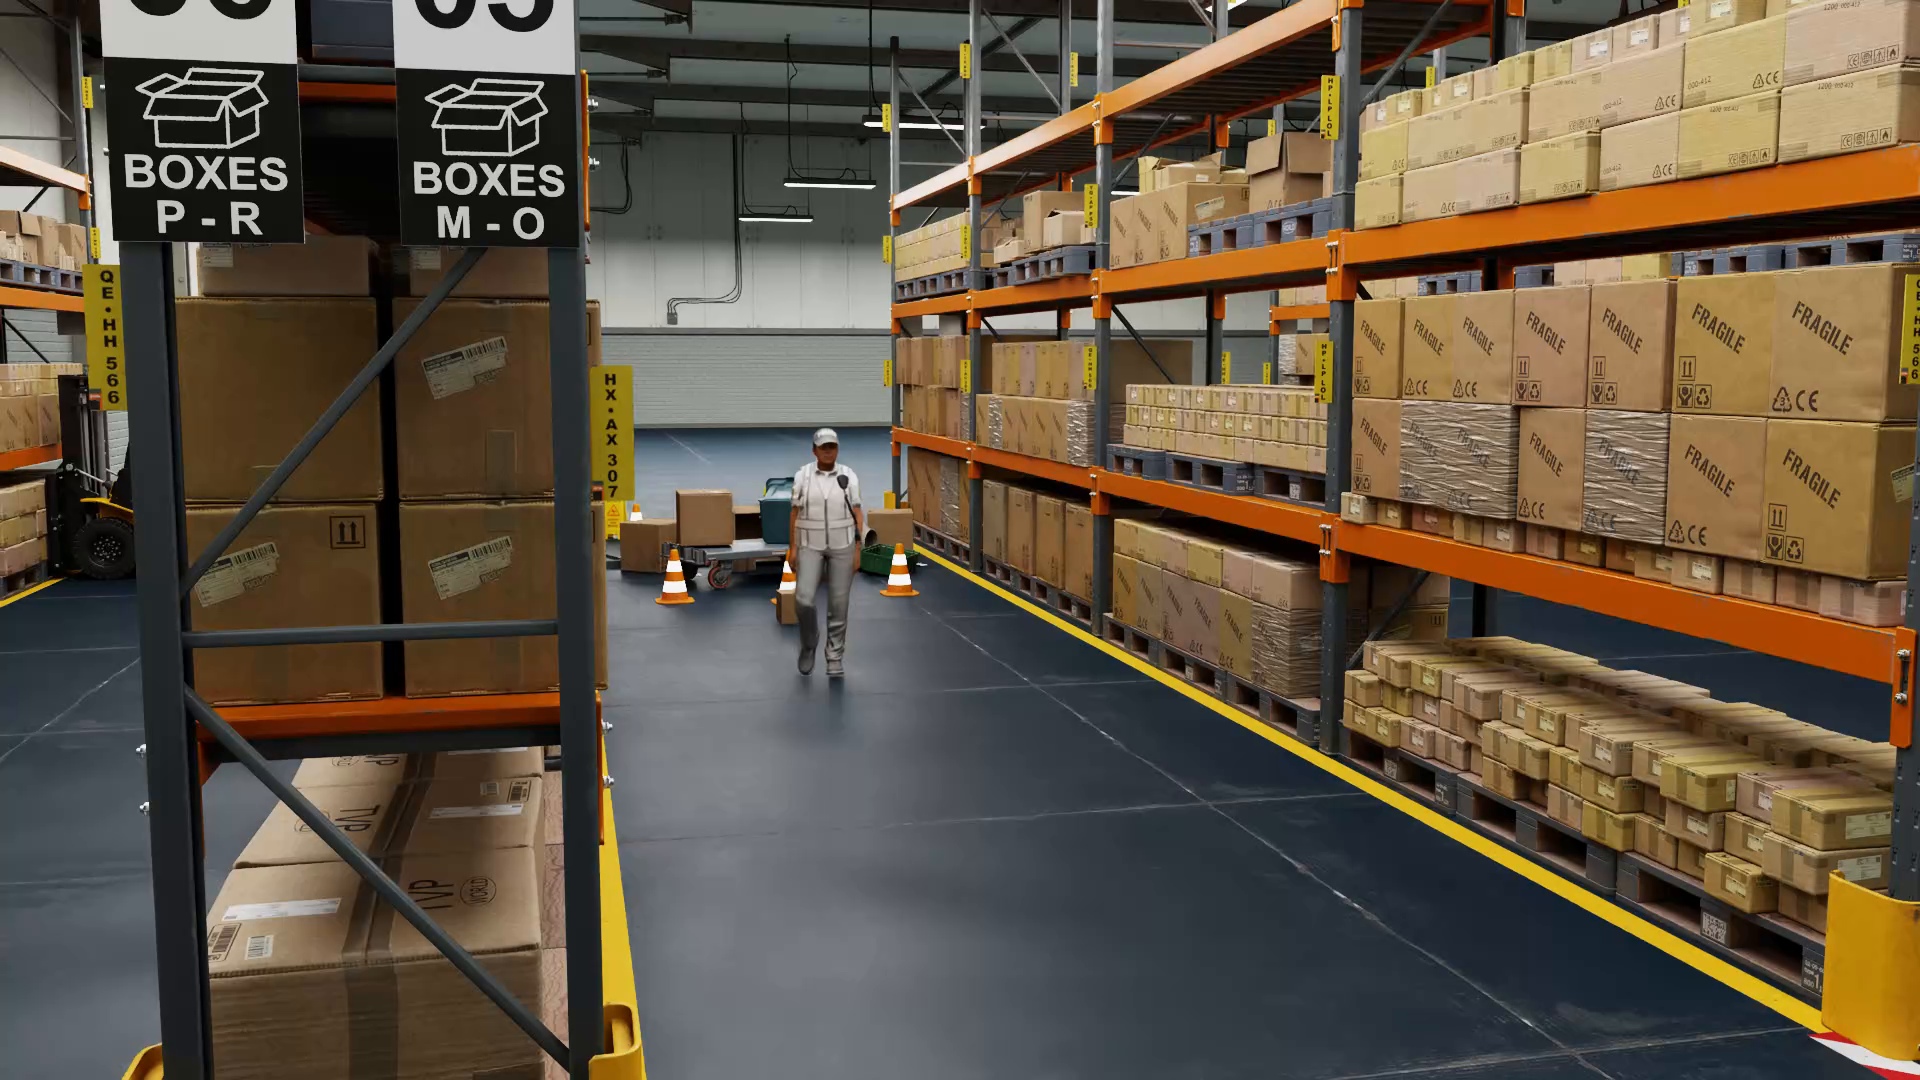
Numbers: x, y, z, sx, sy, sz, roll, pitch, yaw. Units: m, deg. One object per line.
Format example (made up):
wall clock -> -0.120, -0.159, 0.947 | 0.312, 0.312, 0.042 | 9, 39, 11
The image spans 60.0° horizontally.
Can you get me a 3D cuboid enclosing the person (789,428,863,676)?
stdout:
person -> -0.897, 0.088, 11.189 | 0.505, 1.679, 0.454 | -1, 6, -8
